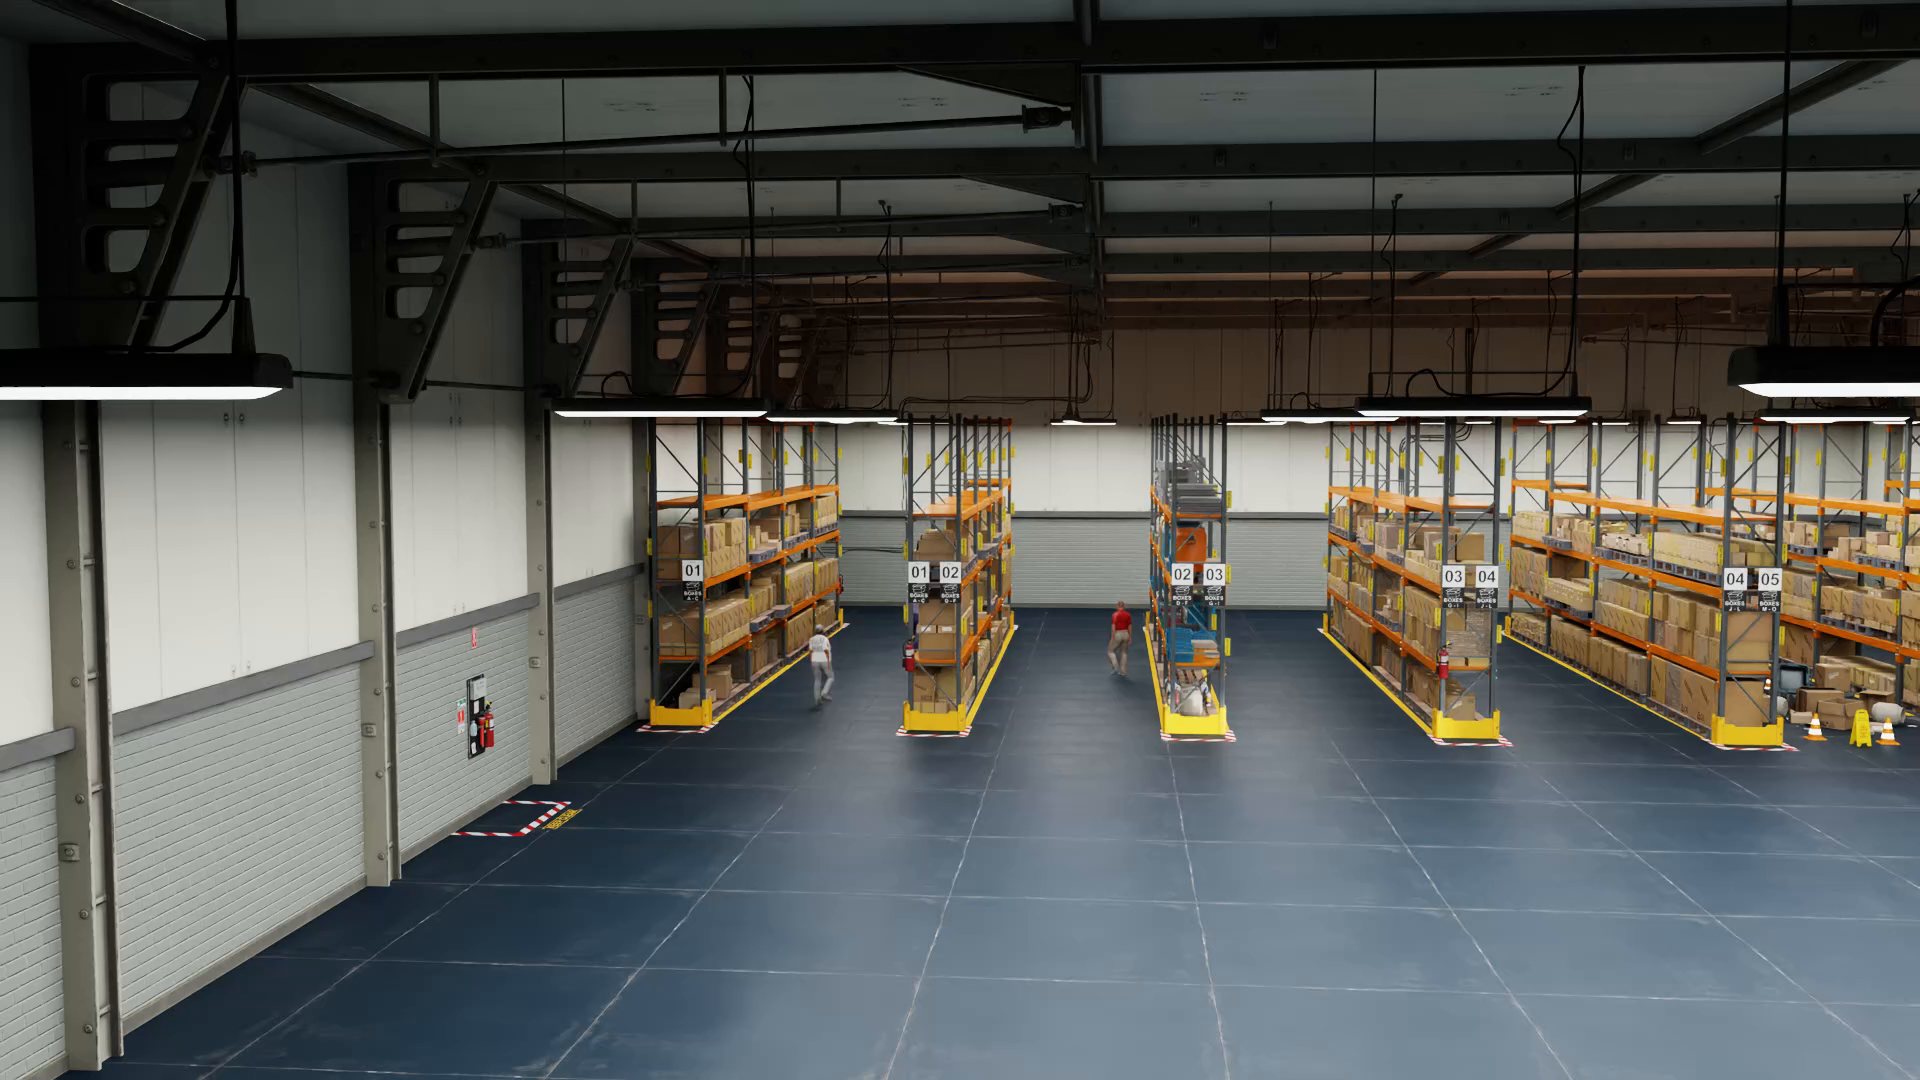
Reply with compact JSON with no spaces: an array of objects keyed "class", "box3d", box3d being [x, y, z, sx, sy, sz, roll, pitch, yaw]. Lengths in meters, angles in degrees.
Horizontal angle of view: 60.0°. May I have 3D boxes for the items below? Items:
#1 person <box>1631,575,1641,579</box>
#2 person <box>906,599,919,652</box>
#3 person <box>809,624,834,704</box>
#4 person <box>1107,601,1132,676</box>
[{"class":"person","box3d":[18.496,1.785,45.391,0.841,1.770,0.504,3,5,39]},{"class":"person","box3d":[-1.160,2.055,42.399,0.541,1.645,0.493,2,4,29]},{"class":"person","box3d":[-2.881,2.568,34.513,0.545,1.654,0.488,1,4,16]},{"class":"person","box3d":[3.709,2.284,38.509,0.580,1.755,0.413,-2,4,-27]}]
